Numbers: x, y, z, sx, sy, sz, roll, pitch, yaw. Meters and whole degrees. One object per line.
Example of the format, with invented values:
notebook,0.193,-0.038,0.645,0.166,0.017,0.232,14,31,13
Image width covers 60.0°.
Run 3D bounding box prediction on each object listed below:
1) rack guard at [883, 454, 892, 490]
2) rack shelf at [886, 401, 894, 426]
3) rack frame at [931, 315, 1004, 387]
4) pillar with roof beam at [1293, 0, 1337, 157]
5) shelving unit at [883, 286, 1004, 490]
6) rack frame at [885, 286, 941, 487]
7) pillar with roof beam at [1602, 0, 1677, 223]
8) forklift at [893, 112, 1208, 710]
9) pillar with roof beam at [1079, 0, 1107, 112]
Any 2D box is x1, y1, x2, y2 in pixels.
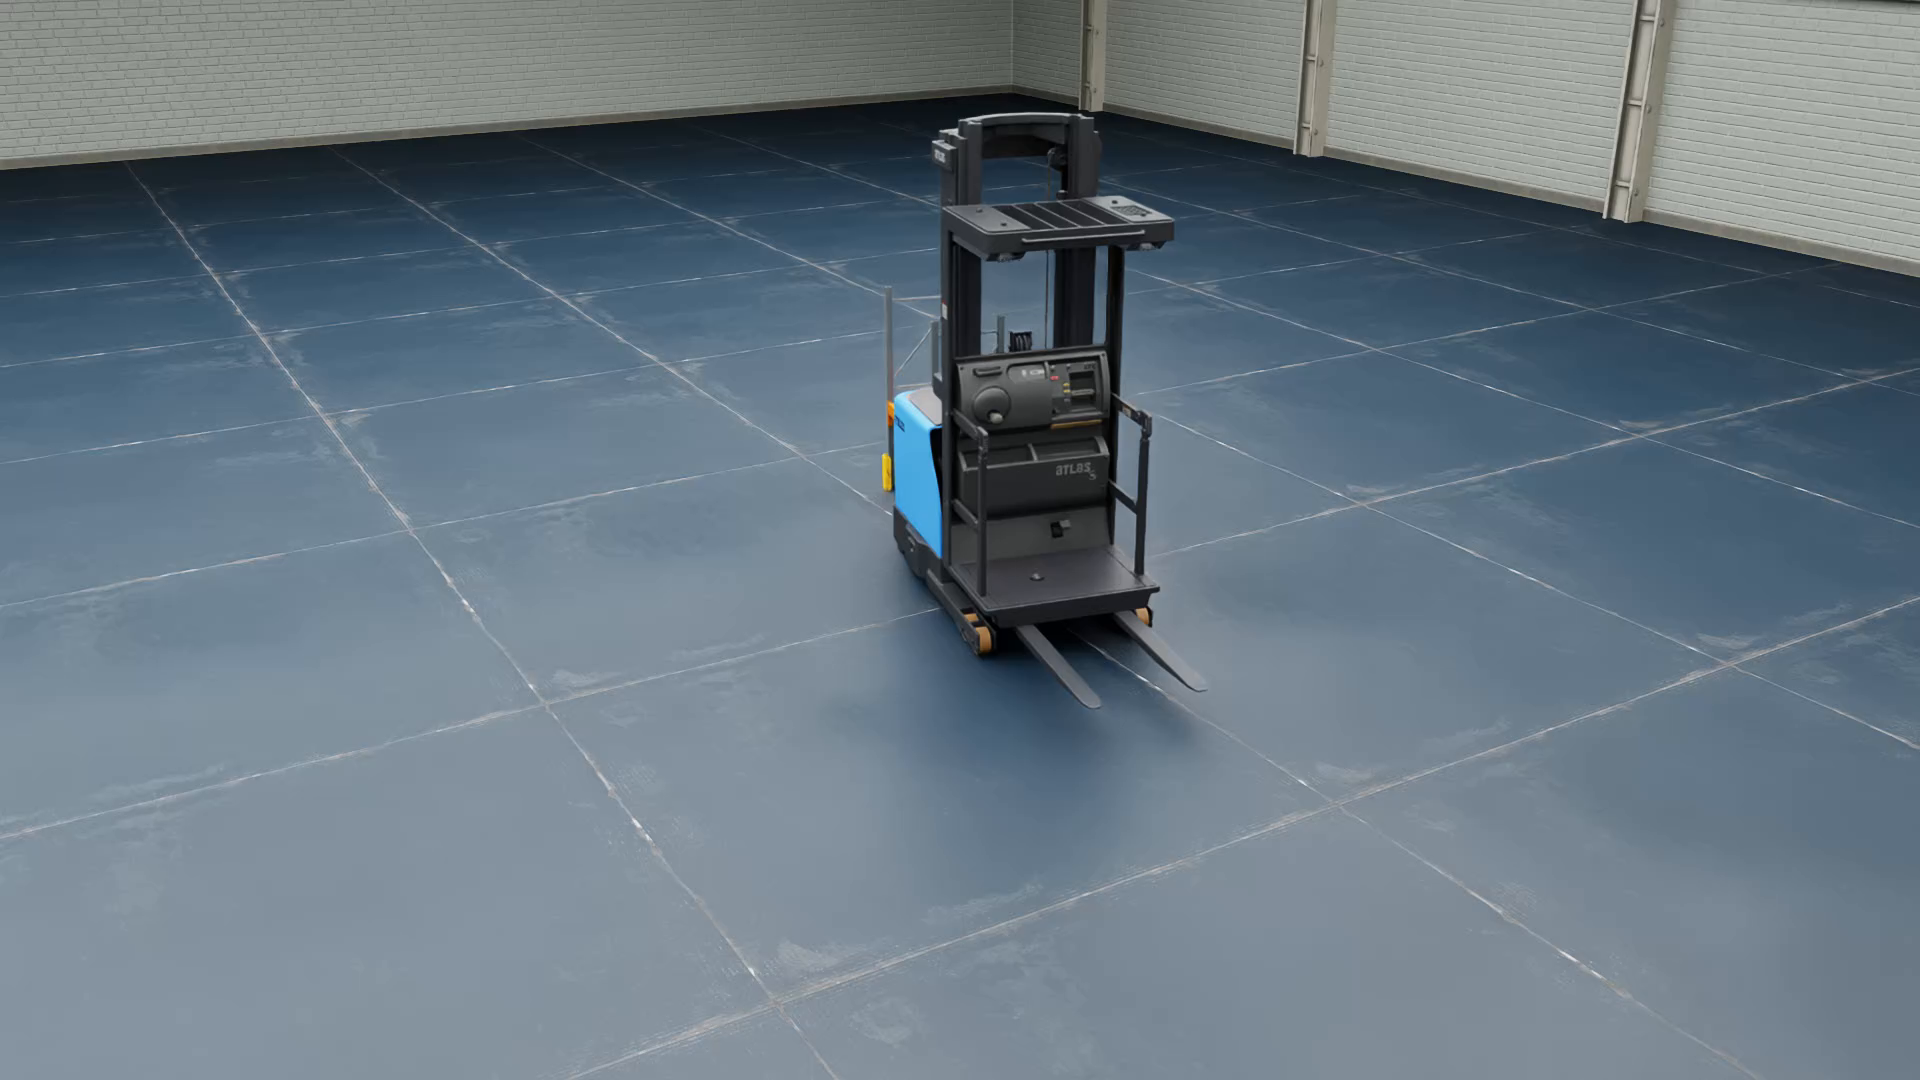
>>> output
rack guard,-0.282,-0.535,12.296,0.587,0.250,0.087,-8,23,-18
rack shelf,-0.119,-0.774,11.702,0.538,0.185,1.000,-8,23,-18
rack frame,0.050,-0.760,11.190,0.500,1.500,0.032,-8,23,-18
pillar with roof beam,1.815,-9.437,22.579,9.100,9.000,0.400,-13,25,-28
shelving unit,-0.116,-0.937,11.626,0.587,1.500,1.083,-8,23,-18
rack frame,-0.288,-1.121,12.078,0.500,1.500,0.032,-8,23,-18
pillar with roof beam,4.880,-7.495,17.800,9.100,9.000,0.400,-13,25,-28
forklift,0.507,-0.861,9.536,1.130,2.935,3.031,-7,23,-17
pillar with roof beam,-1.250,-11.379,27.357,9.100,9.000,0.400,-13,25,-28
